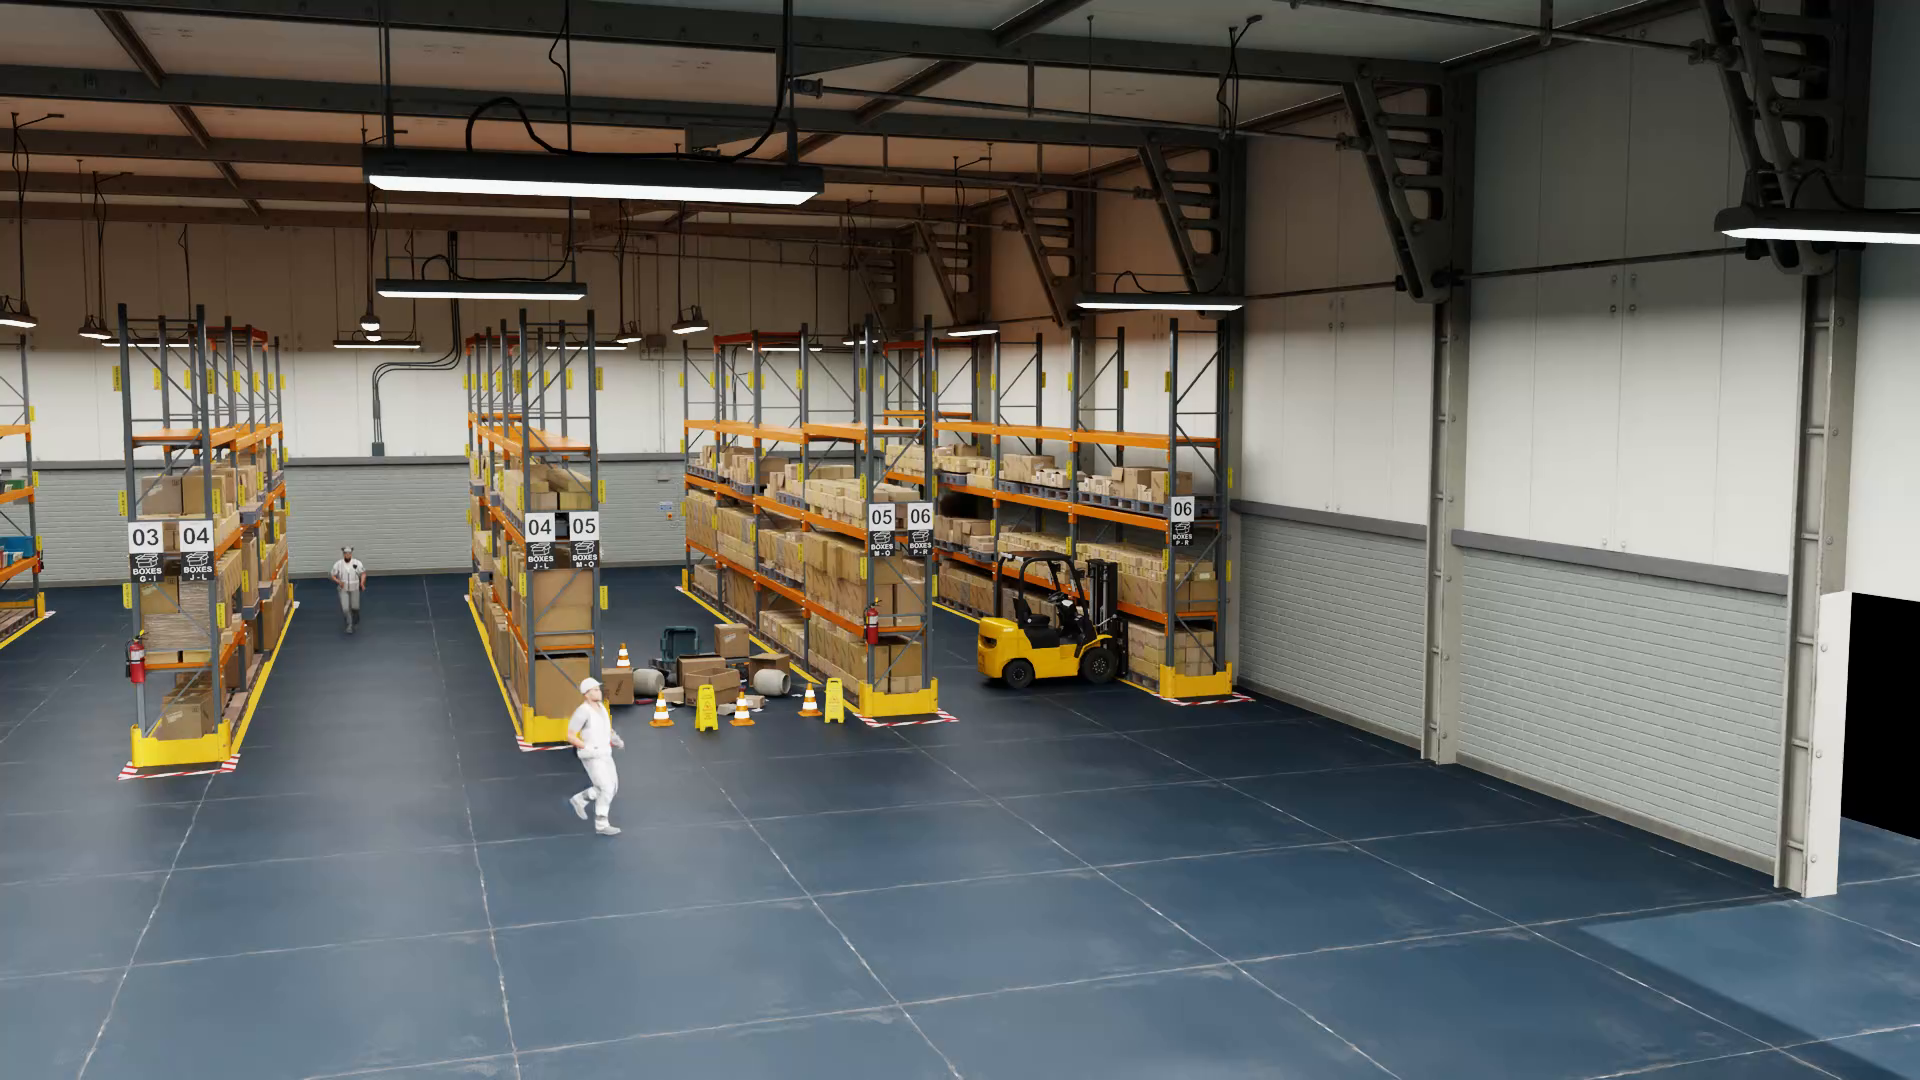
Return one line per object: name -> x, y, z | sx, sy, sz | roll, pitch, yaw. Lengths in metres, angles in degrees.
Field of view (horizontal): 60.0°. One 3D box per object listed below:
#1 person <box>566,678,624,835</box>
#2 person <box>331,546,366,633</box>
person -> -4.080, 2.392, 18.425 | 0.687, 1.739, 0.658 | 2, 6, 20
person -> -12.267, 0.981, 33.387 | 0.664, 1.742, 0.573 | -2, 6, -21
